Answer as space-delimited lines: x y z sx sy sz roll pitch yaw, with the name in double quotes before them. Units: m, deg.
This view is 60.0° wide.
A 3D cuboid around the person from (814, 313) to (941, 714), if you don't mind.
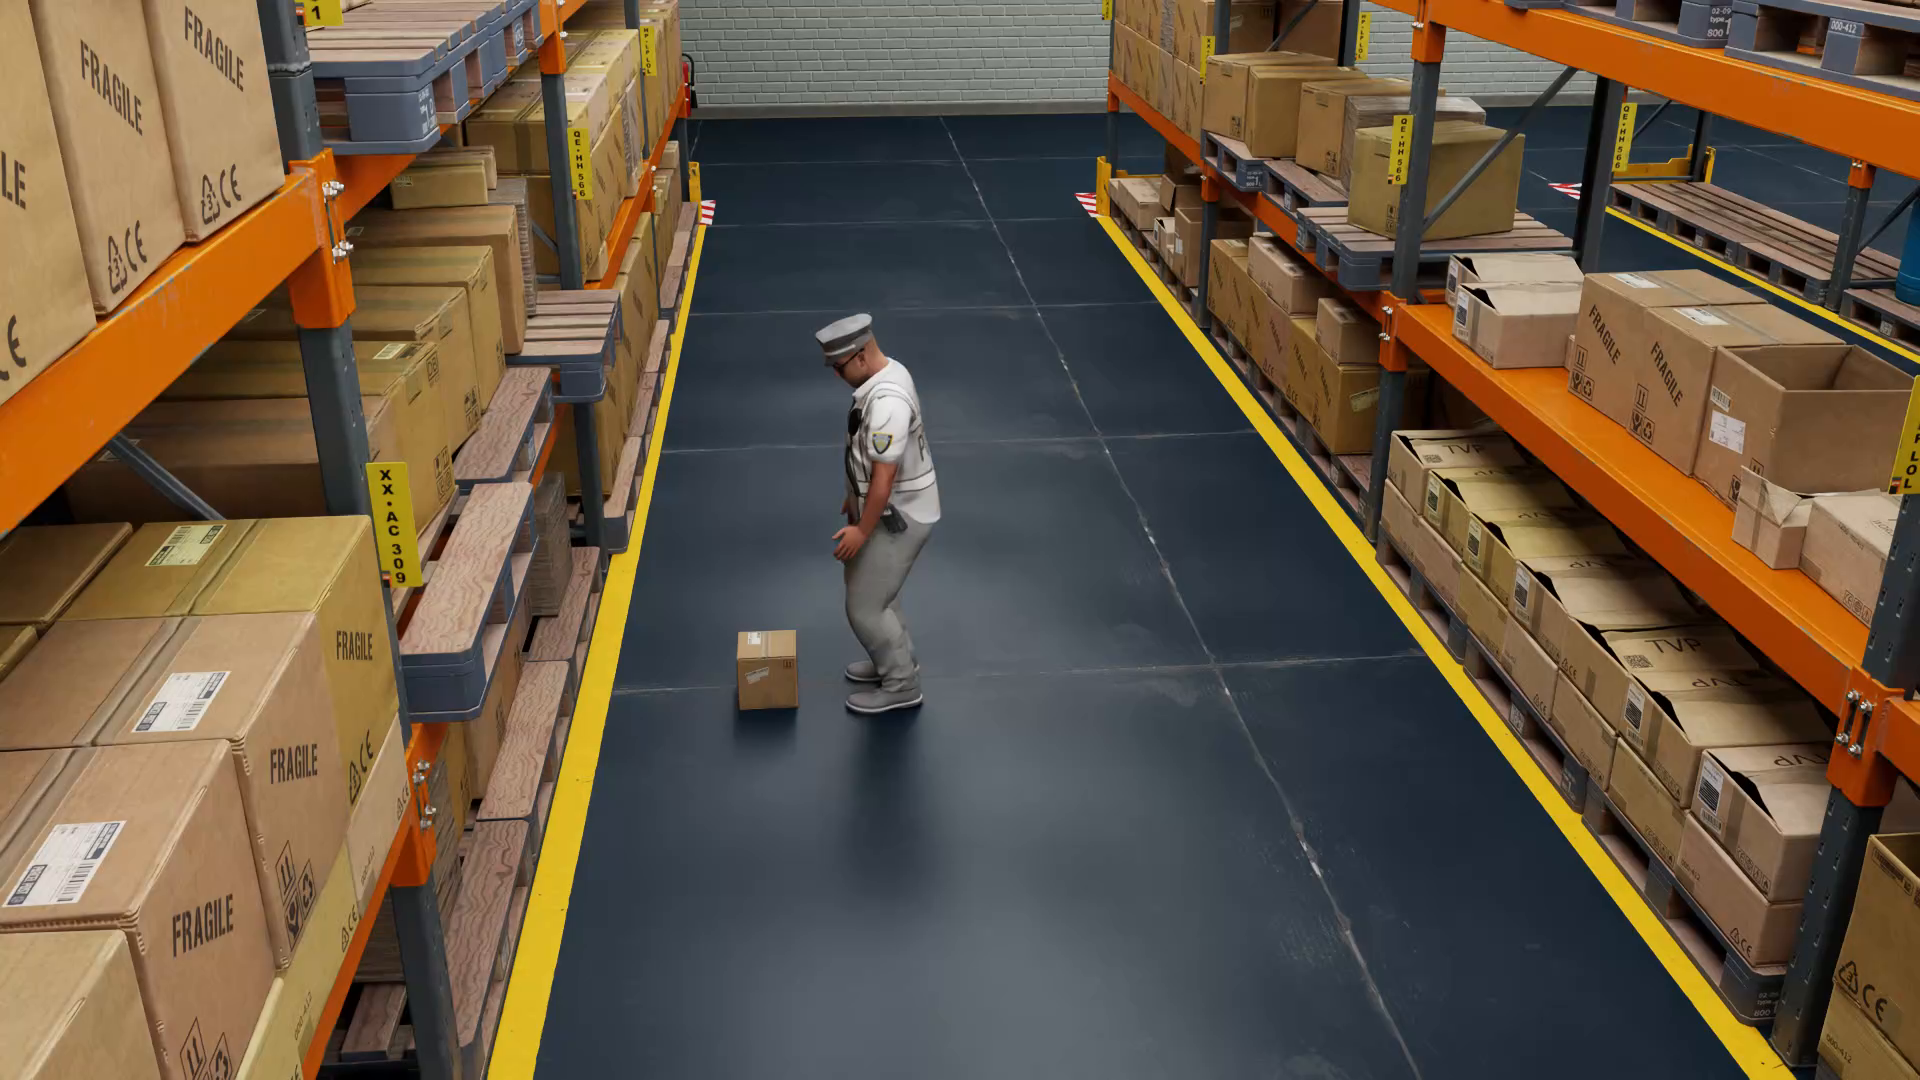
"person" -0.330 -0.104 6.911 0.496 1.701 0.557 -2 24 -4
